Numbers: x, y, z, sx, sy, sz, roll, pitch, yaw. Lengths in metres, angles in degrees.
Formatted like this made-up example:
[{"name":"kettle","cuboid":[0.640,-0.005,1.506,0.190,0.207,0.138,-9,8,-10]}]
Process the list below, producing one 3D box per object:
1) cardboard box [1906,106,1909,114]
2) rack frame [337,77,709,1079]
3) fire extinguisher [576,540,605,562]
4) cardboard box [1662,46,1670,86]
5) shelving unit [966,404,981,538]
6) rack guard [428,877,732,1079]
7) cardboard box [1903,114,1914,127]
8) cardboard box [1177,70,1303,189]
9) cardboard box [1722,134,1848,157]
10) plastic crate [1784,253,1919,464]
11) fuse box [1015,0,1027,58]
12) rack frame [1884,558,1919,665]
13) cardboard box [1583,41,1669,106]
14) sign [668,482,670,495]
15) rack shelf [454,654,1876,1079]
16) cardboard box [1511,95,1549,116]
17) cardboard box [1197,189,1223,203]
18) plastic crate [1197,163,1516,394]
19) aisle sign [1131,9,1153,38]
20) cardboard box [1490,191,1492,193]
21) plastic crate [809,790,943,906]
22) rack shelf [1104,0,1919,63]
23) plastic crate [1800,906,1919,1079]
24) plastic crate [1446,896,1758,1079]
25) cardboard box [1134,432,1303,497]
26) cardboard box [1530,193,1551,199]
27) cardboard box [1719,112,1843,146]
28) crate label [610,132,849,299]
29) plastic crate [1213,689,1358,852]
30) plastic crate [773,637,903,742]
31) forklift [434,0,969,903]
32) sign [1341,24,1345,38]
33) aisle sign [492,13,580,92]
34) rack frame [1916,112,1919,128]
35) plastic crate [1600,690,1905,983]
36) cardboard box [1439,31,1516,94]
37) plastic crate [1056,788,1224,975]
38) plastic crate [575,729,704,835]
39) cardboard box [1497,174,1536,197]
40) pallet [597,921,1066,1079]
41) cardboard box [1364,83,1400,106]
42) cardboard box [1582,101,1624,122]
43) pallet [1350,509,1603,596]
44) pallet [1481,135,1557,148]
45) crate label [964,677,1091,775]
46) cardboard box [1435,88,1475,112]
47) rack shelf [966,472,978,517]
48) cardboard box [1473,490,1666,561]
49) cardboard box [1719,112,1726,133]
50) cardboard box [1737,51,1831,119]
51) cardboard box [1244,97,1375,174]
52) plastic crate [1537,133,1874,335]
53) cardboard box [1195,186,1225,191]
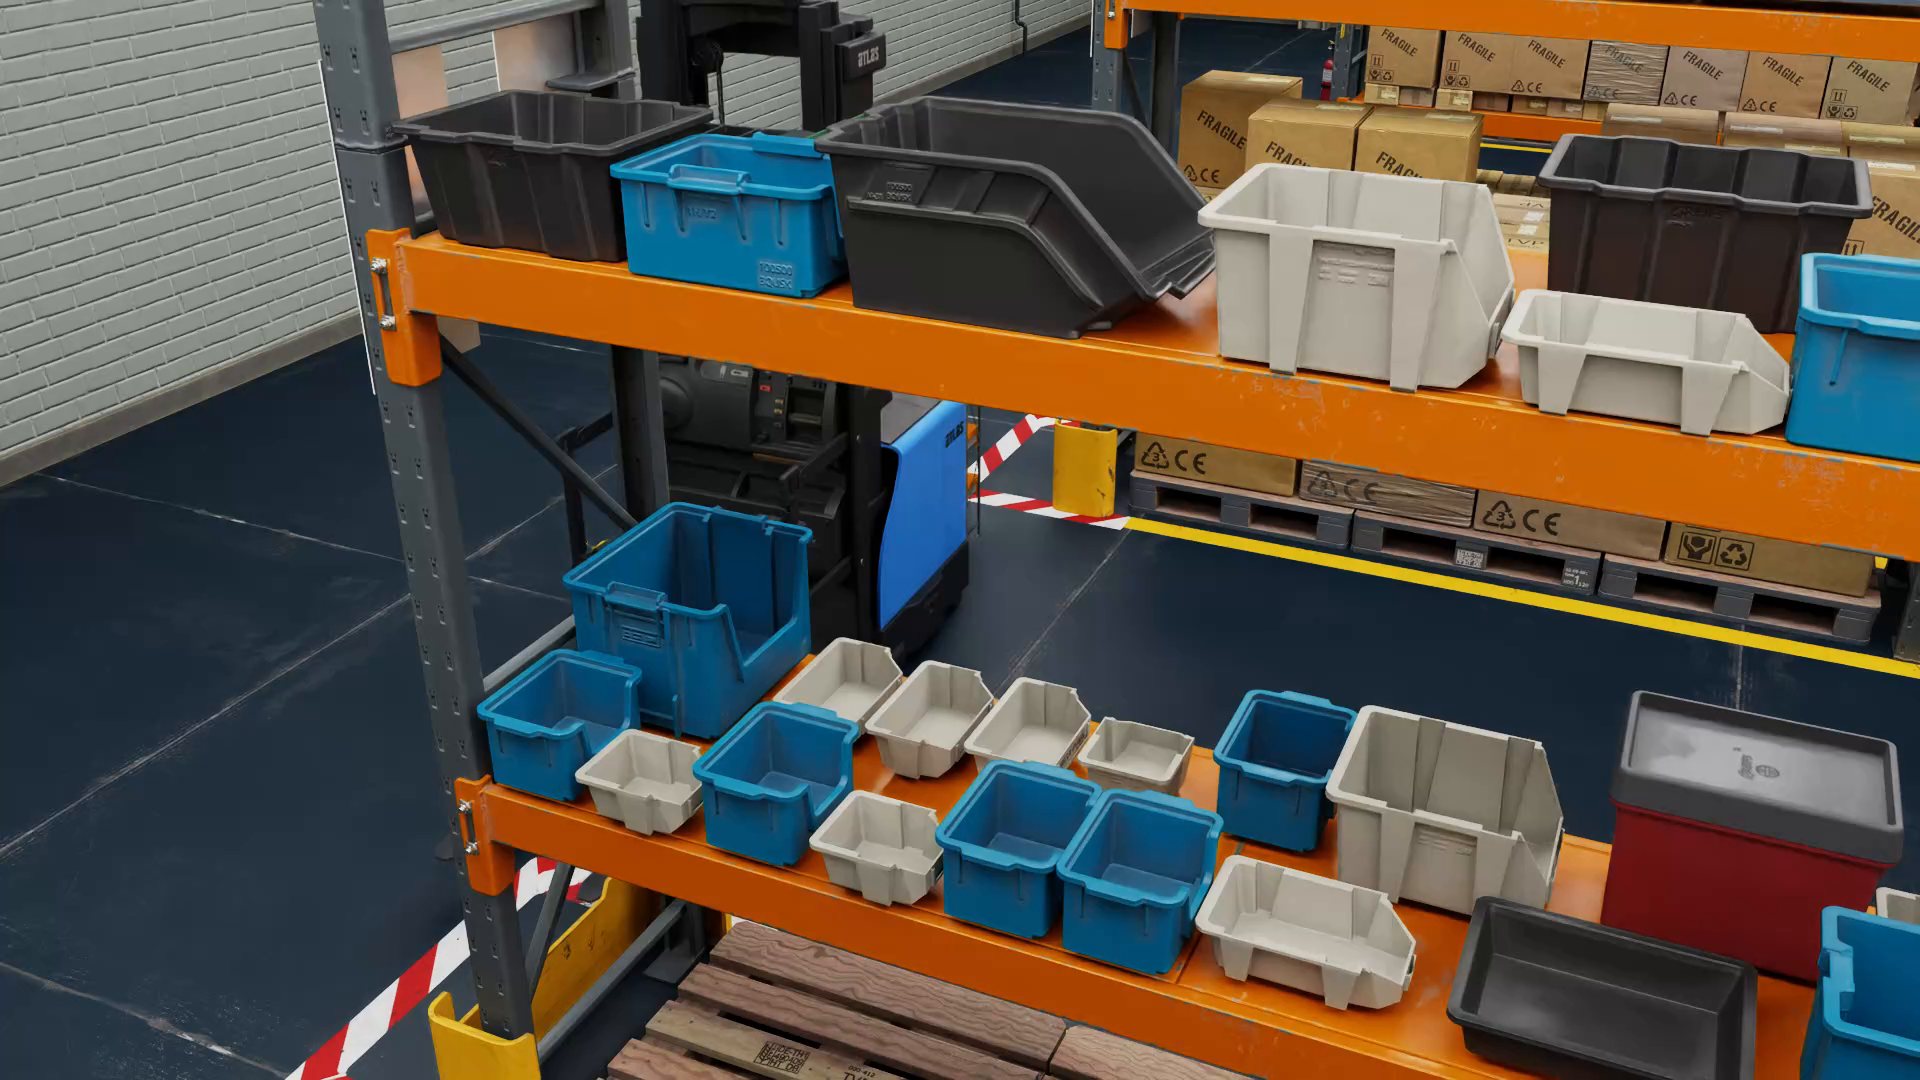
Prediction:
[{"name":"cardboard box","cuboid":[6.569,-3.031,11.795,0.250,0.149,0.380,12,29,24]},{"name":"rack frame","cuboid":[-1.145,0.276,4.794,0.127,3.000,1.000,11,28,22]},{"name":"fire extinguisher","cuboid":[-1.094,0.267,5.321,0.183,0.674,0.296,11,28,22]},{"name":"cardboard box","cuboid":[4.948,-3.611,12.238,0.500,0.500,0.500,13,29,24]},{"name":"shelving unit","cuboid":[-0.049,-0.481,8.538,0.252,1.050,0.215,11,28,22]},{"name":"rack guard","cuboid":[-1.172,1.398,5.345,0.348,0.500,1.175,11,28,22]},{"name":"cardboard box","cuboid":[6.335,-2.806,11.337,0.250,0.149,0.380,11,28,21]},{"name":"cardboard box","cuboid":[1.458,-2.135,8.675,0.500,0.500,0.500,12,29,22]},{"name":"cardboard box","cuboid":[3.563,-1.457,7.297,0.500,0.500,0.500,12,29,22]},{"name":"plastic crate","cuboid":[1.536,-0.302,2.760,0.300,0.233,0.416,11,28,22]},{"name":"fuse box","cuboid":[0.867,-6.962,20.954,0.414,1.711,0.539,11,28,22]},{"name":"rack frame","cuboid":[4.547,-0.984,7.354,0.127,3.000,1.000,11,28,22]},{"name":"cardboard box","cuboid":[4.750,-3.404,11.818,0.500,0.500,0.500,11,28,20]},{"name":"sign","cuboid":[-0.932,-0.022,5.213,0.005,0.325,0.100,11,28,22]},{"name":"rack shelf","cuboid":[0.676,0.964,4.210,4.000,0.370,1.077,11,28,22]},{"name":"cardboard box","cuboid":[4.211,-3.236,12.210,0.250,0.149,0.380,11,28,21]},{"name":"cardboard box","cuboid":[1.231,-1.586,8.408,0.500,0.250,0.500,11,28,20]},{"name":"plastic crate","cuboid":[0.745,-0.488,3.083,0.530,0.282,0.437,11,28,22]},{"name":"aisle sign","cuboid":[0.964,-3.016,8.537,0.004,0.787,0.394,11,28,22]},{"name":"cardboard box","cuboid":[3.864,-2.536,12.584,0.250,0.149,0.380,11,28,22]},{"name":"plastic crate","cuboid":[-0.181,0.761,4.040,0.298,0.136,0.250,11,28,22]},{"name":"rack shelf","cuboid":[2.726,-2.373,7.593,4.000,0.370,1.077,11,28,22]},{"name":"plastic crate","cuboid":[1.930,1.039,3.194,0.575,0.384,0.392,11,28,22]},{"name":"plastic crate","cuboid":[1.366,1.007,3.552,0.590,0.125,0.437,11,28,22]},{"name":"cardboard box","cuboid":[1.521,-0.866,9.043,0.875,0.875,0.875,11,28,22]},{"name":"cardboard box","cuboid":[4.373,-2.469,12.448,0.250,0.149,0.380,13,29,24]},{"name":"cardboard box","cuboid":[3.771,-1.671,7.731,0.500,0.500,0.500,11,28,22]},{"name":"crate label","cuboid":[-0.439,-0.705,3.558,0.502,0.251,0.408,11,28,22]},{"name":"plastic crate","cuboid":[0.831,0.596,4.265,0.300,0.233,0.416,11,28,22]},{"name":"plastic crate","cuboid":[-0.328,0.443,4.684,0.243,0.136,0.396,11,28,22]},{"name":"forklift","cuboid":[-0.992,-0.544,6.537,1.130,2.935,3.031,10,28,20]},{"name":"sign","cuboid":[2.826,-3.862,12.218,0.005,0.325,0.100,11,28,22]},{"name":"aisle sign","cuboid":[-1.089,-1.022,4.486,0.004,0.787,0.394,11,28,22]},{"name":"rack frame","cuboid":[6.692,-2.960,11.367,0.127,3.000,1.000,11,28,22]},{"name":"plastic crate","cuboid":[1.787,0.687,3.818,0.583,0.464,0.402,11,28,22]},{"name":"cardboard box","cuboid":[3.843,-3.589,12.194,0.500,0.500,0.500,11,28,22]},{"name":"plastic crate","cuboid":[0.415,0.797,3.857,0.300,0.233,0.416,11,28,22]},{"name":"plastic crate","cuboid":[-0.799,0.637,4.292,0.298,0.136,0.250,11,28,22]},{"name":"cardboard box","cuboid":[4.340,-2.735,12.988,0.250,0.149,0.380,10,28,20]},{"name":"pallet","cuboid":[-0.410,1.693,5.072,1.213,0.211,1.003,11,28,22]},{"name":"cardboard box","cuboid":[3.210,-3.388,12.520,0.250,0.149,0.380,11,28,21]},{"name":"cardboard box","cuboid":[4.651,-3.123,11.982,0.250,0.149,0.380,12,29,24]},{"name":"pallet","cuboid":[2.772,-0.126,8.768,1.213,0.211,1.003,11,28,22]},{"name":"pallet","cuboid":[5.768,-4.335,17.315,1.213,0.211,1.003,11,28,22]},{"name":"crate label","cuboid":[0.194,0.543,4.481,0.243,0.136,0.396,11,28,22]},{"name":"cardboard box","cuboid":[3.681,-3.287,12.316,0.250,0.149,0.380,11,28,20]},{"name":"rack shelf","cuboid":[-0.049,-0.222,8.665,0.240,0.259,0.215,11,28,22]},{"name":"cardboard box","cuboid":[3.160,-0.537,8.375,0.875,0.875,0.875,11,28,22]},{"name":"cardboard box","cuboid":[5.353,-2.977,11.684,0.250,0.149,0.380,10,28,20]},{"name":"cardboard box","cuboid":[5.662,-3.209,11.422,0.500,0.500,0.500,11,28,20]},{"name":"cardboard box","cuboid":[1.686,-1.831,8.057,0.500,0.500,0.500,11,28,21]},{"name":"plastic crate","cuboid":[1.479,-0.617,3.360,0.590,0.269,0.497,11,28,22]},{"name":"cardboard box","cuboid":[1.456,-1.800,8.843,0.500,0.250,0.500,11,28,21]}]
